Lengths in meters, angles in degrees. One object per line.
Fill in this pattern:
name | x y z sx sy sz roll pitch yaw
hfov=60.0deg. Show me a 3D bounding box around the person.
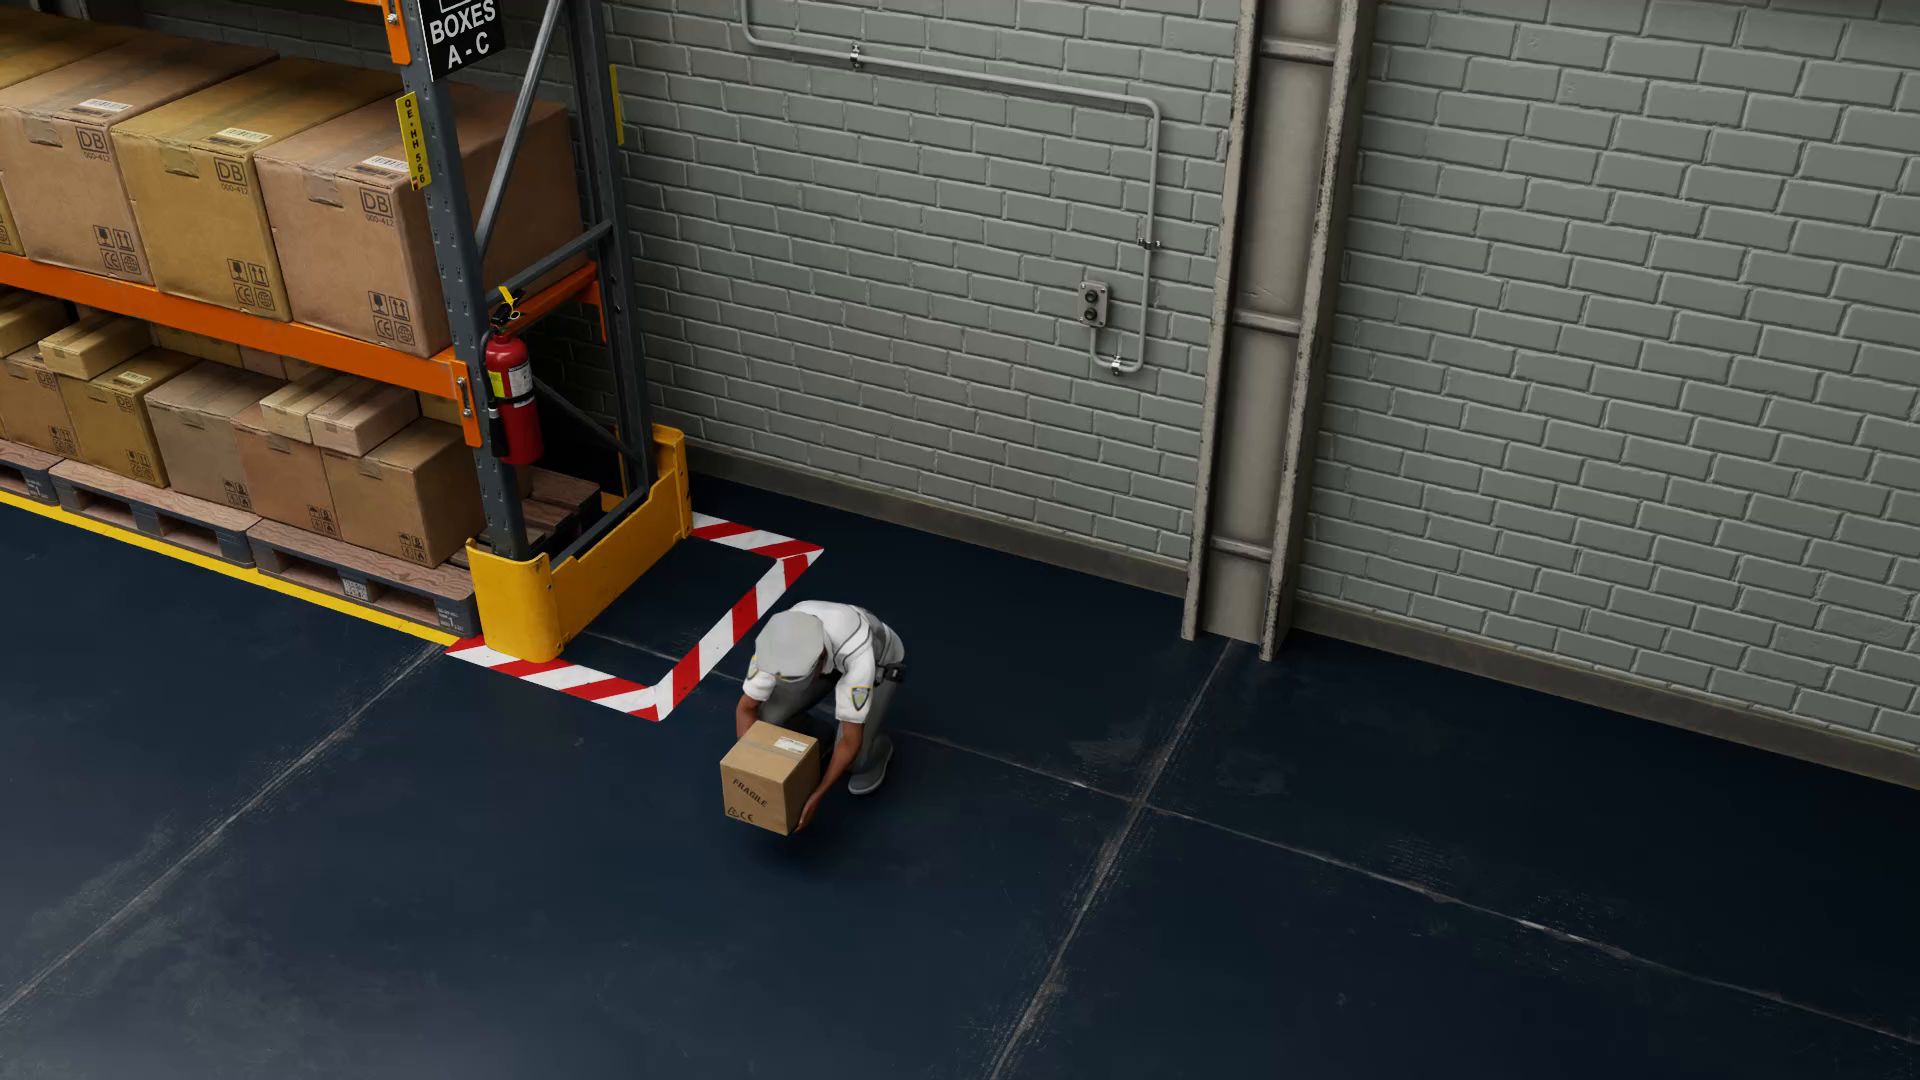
person | -7.079 1.333 4.005 10.686 1.845 10.192 15 37 20
